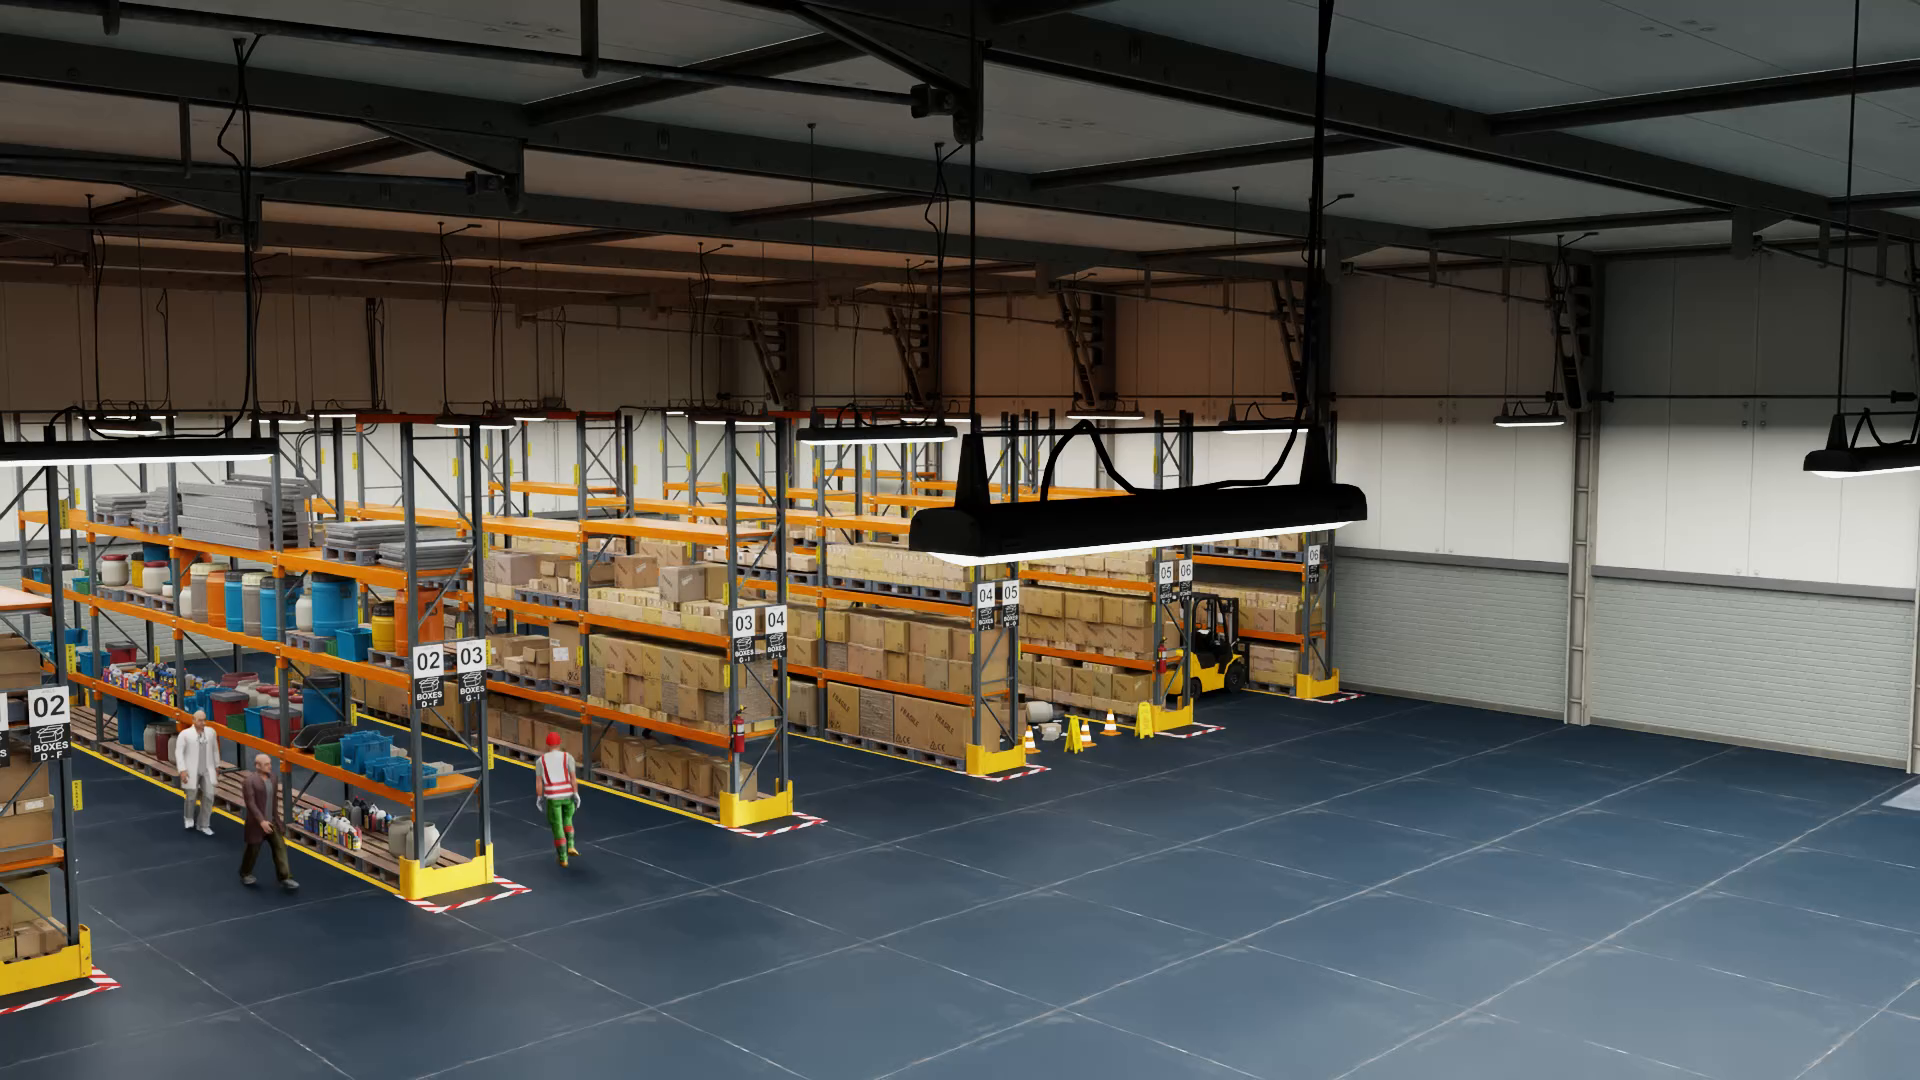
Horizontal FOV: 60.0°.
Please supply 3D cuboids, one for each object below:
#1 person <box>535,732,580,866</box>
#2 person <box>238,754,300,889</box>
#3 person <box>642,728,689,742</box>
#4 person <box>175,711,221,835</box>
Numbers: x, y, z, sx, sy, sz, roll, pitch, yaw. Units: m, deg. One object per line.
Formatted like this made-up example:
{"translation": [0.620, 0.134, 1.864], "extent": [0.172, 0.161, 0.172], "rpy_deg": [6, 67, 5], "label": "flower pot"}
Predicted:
{"translation": [-5.443, 3.477, 22.468], "extent": [0.545, 1.772, 0.497], "rpy_deg": [-3, 6, -29], "label": "person"}
{"translation": [-8.879, 3.602, 21.334], "extent": [1.080, 1.721, 0.572], "rpy_deg": [3, 6, 32], "label": "person"}
{"translation": [-5.391, 2.899, 30.384], "extent": [1.053, 1.566, 0.466], "rpy_deg": [3, 6, 35], "label": "person"}
{"translation": [-11.063, 3.386, 24.194], "extent": [0.728, 1.816, 0.675], "rpy_deg": [5, 7, 43], "label": "person"}
